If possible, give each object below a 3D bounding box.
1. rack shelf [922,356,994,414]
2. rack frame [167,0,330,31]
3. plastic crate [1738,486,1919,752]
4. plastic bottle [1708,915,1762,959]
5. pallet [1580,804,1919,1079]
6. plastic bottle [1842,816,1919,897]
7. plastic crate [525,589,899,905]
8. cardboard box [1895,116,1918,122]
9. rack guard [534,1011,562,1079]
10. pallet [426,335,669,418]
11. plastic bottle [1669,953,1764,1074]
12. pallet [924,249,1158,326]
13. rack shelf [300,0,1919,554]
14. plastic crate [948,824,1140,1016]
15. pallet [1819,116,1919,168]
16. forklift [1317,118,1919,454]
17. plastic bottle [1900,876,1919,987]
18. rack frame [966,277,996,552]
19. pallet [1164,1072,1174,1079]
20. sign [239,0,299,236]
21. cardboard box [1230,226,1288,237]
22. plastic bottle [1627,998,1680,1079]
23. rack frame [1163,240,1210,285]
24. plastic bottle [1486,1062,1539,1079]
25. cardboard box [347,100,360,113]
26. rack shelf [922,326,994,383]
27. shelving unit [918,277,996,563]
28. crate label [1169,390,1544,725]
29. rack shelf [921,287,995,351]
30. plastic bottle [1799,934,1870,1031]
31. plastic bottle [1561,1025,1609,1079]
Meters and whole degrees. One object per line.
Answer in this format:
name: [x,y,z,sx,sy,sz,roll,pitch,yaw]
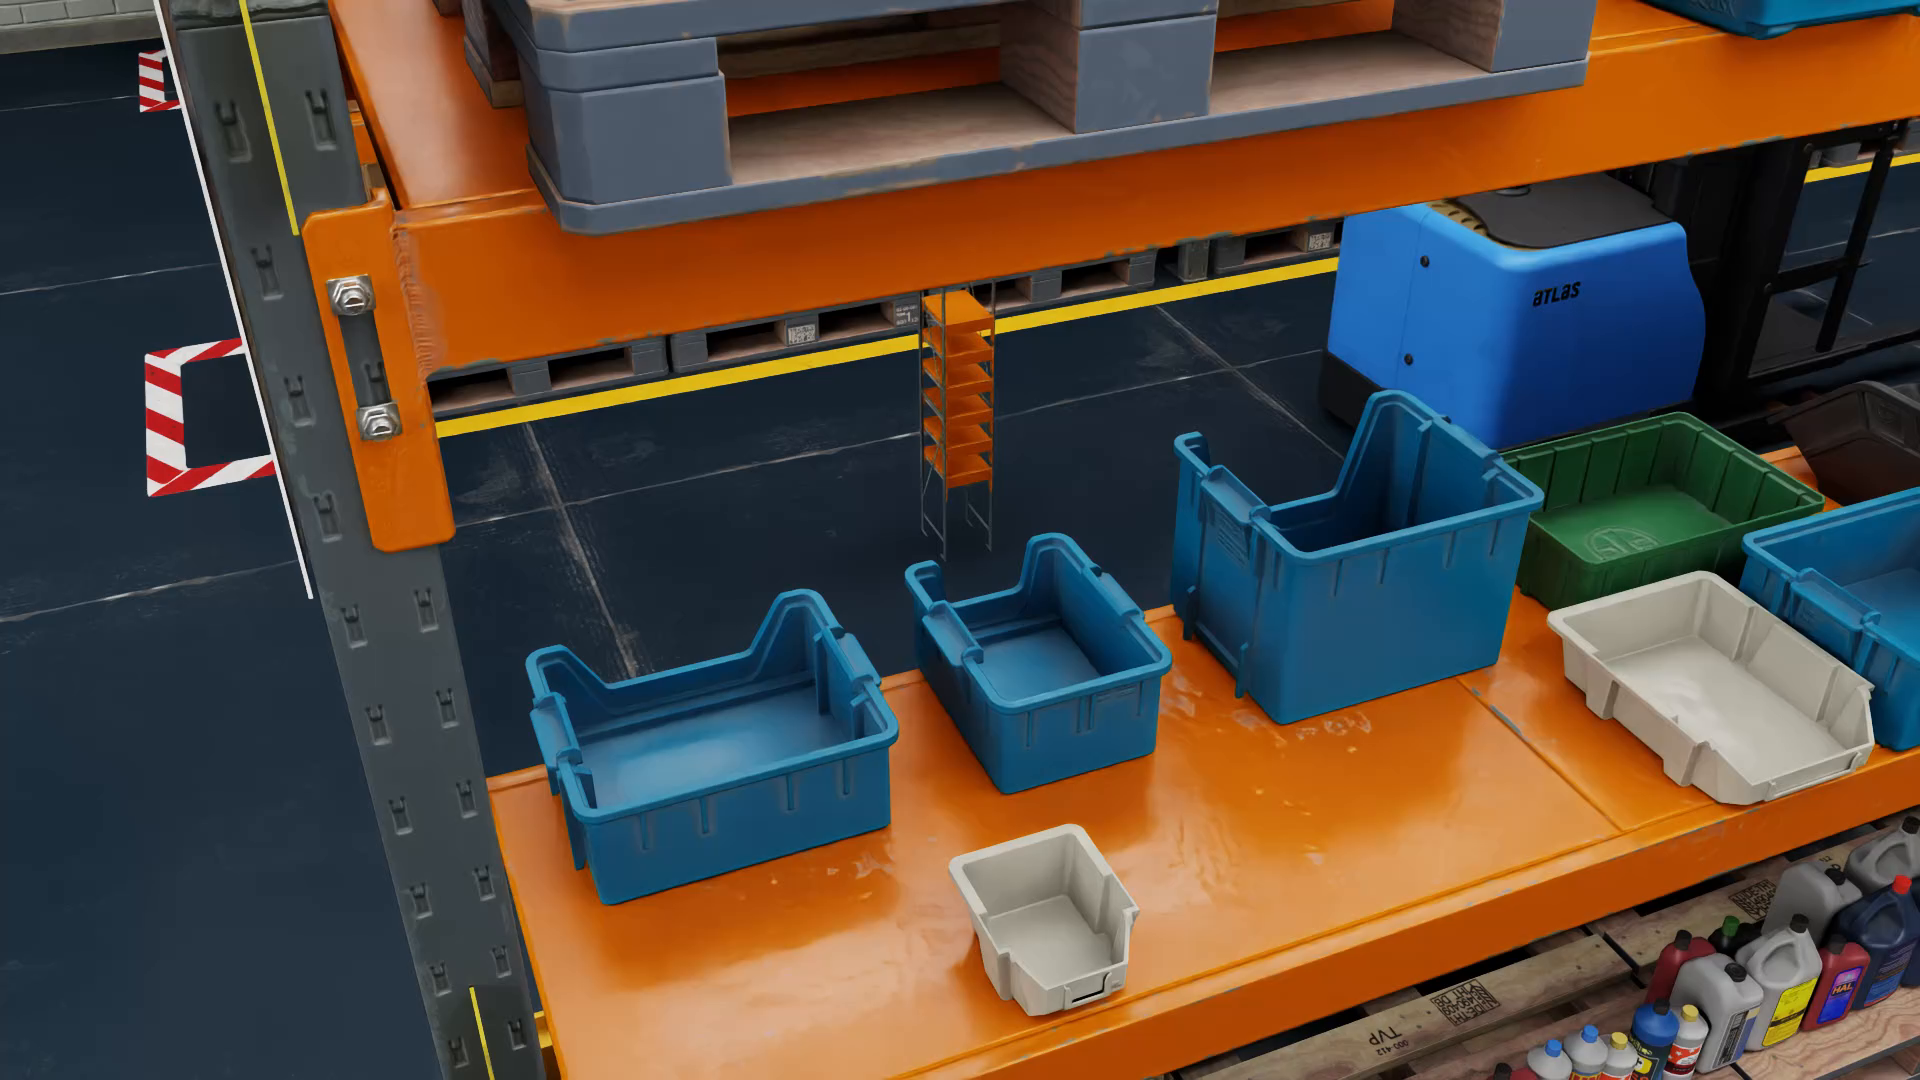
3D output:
rack shelf: [-0.013,-0.563,5.877,0.180,0.103,0.258,-13,35,-19]
rack frame: [-0.804,-1.955,1.003,0.127,3.000,1.000,-13,35,-19]
plastic crate: [1.969,0.148,3.409,0.616,0.251,0.499,-13,35,-19]
plastic bottle: [1.864,1.013,4.030,0.133,0.283,0.061,-13,35,-19]
pallet: [2.249,1.005,4.512,1.213,0.211,1.003,-13,35,-19]
plastic bottle: [2.346,0.849,4.220,0.185,0.351,0.144,-13,35,-19]
plastic crate: [-0.458,0.366,3.074,0.616,0.251,0.499,-13,35,-19]
cardboard box: [5.189,-2.710,9.553,0.500,0.500,0.500,-11,35,-17]
rack guard: [-0.752,1.568,3.382,0.348,0.500,1.175,-13,35,-19]
pallet: [-2.029,-0.946,7.510,1.213,0.211,1.003,-13,35,-19]
plastic bottle: [1.776,1.094,3.912,0.135,0.276,0.152,-12,35,-18]
pallet: [0.221,-1.461,8.302,1.213,0.211,1.003,-13,35,-19]
rack shelf: [1.040,-0.818,2.667,4.000,0.370,1.077,-13,35,-19]
plastic crate: [0.146,0.643,2.753,0.250,0.136,0.298,-13,35,-19]
pallet: [5.362,-2.591,10.038,1.213,0.211,1.003,-13,35,-19]
forklift: [3.068,-1.882,6.454,3.031,2.935,1.130,-14,36,-21]
plastic bottle: [2.402,0.922,4.108,0.185,0.351,0.144,-14,36,-20]
rack frame: [0.071,-0.519,5.948,0.006,1.200,0.240,-13,35,-19]
pallet: [-0.001,1.520,3.721,1.213,0.211,1.003,-13,35,-19]
sign: [-0.595,-0.424,1.393,0.005,0.325,0.100,-13,35,-19]
cardboard box: [1.438,-1.761,8.342,0.500,0.250,0.500,-14,35,-20]
plastic bottle: [1.584,1.156,3.821,0.097,0.271,0.097,0,33,0]
rack frame: [0.970,-2.777,7.767,0.127,3.000,1.000,-13,35,-19]
plastic bottle: [1.205,1.249,3.667,0.133,0.283,0.061,-12,35,-18]
cardboard box: [-2.282,-2.066,6.583,0.500,0.500,0.700,-13,35,-19]
rack shelf: [-0.013,-0.664,5.811,0.180,0.103,0.258,-13,35,-19]
shelving unit: [-0.013,-0.500,5.918,0.189,1.200,0.258,-13,35,-19]
crate label: [0.789,0.020,3.436,0.616,0.435,0.502,-13,35,-19]
rack shelf: [-0.013,-0.764,5.746,0.180,0.103,0.258,-13,35,-19]
plastic bottle: [2.091,1.046,3.979,0.133,0.283,0.061,-11,35,-16]
plastic bottle: [1.397,1.199,3.755,0.097,0.271,0.097,0,33,0]
